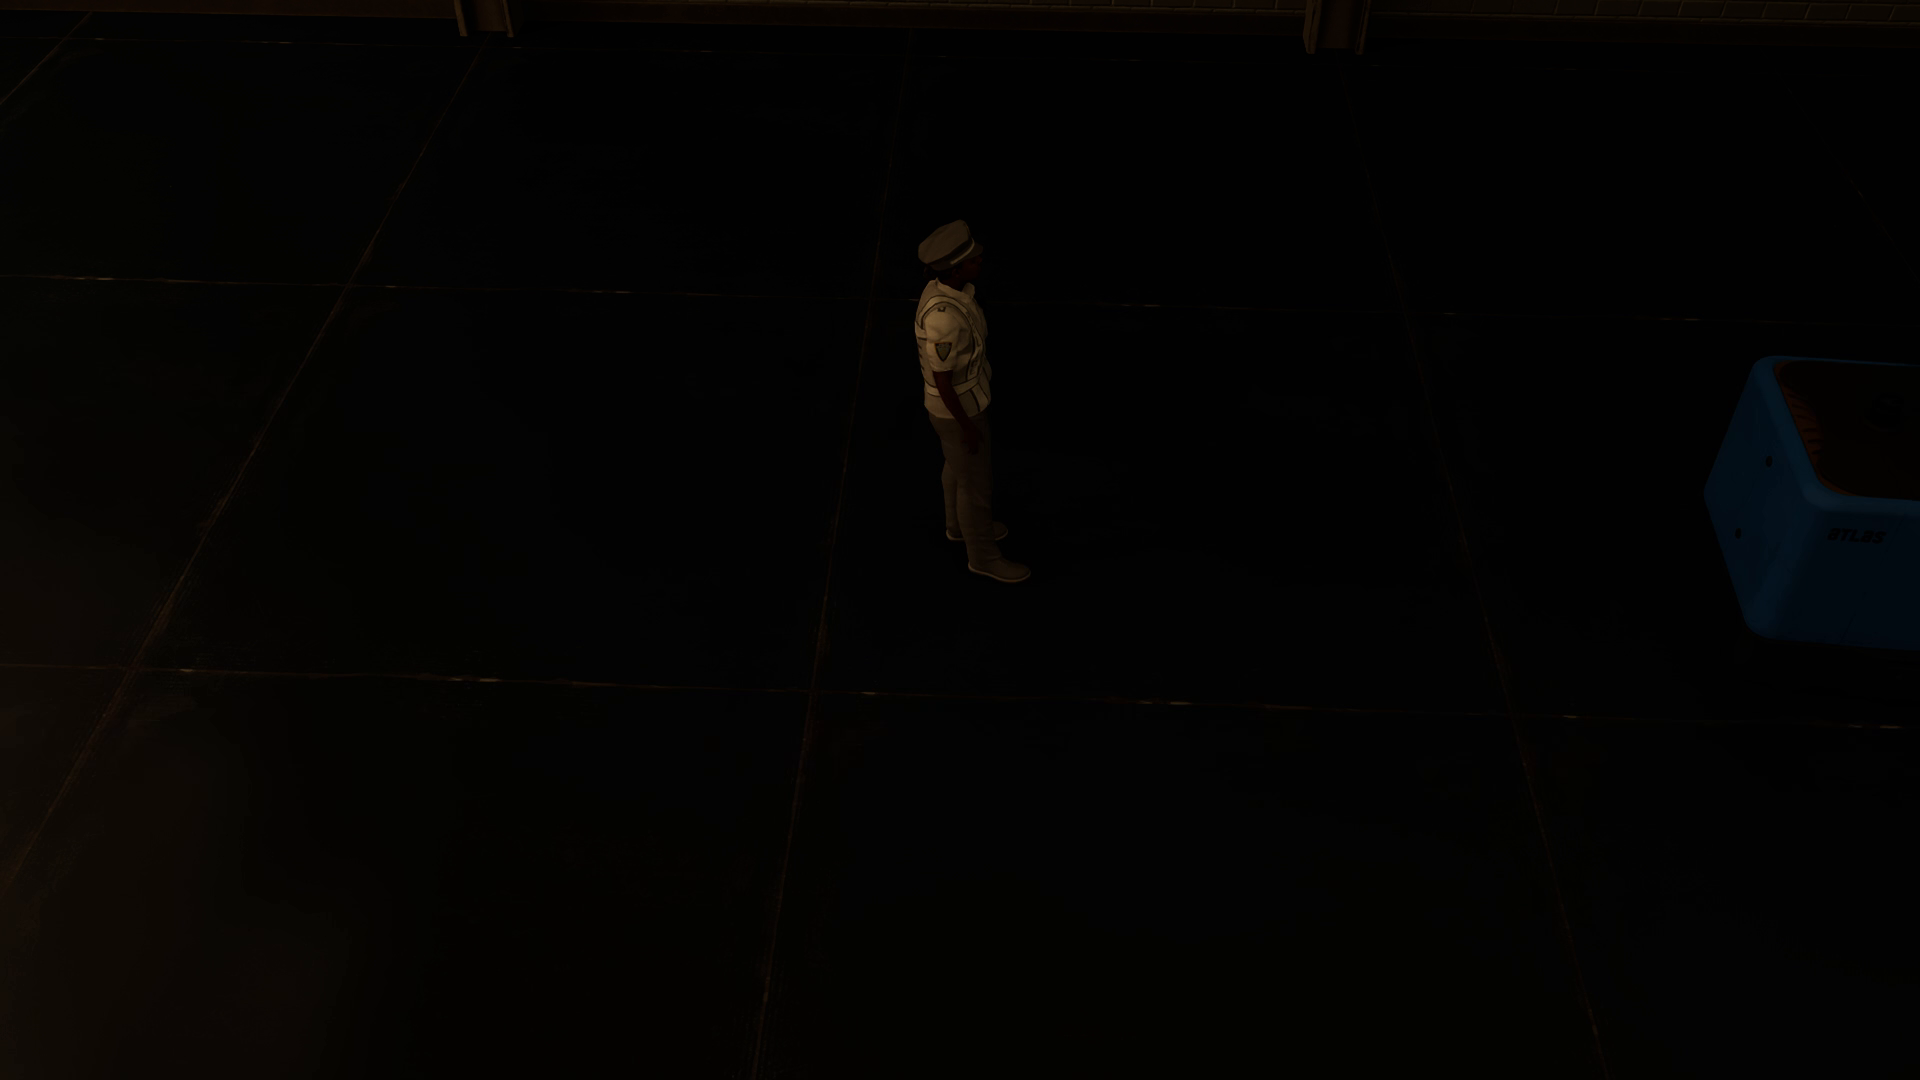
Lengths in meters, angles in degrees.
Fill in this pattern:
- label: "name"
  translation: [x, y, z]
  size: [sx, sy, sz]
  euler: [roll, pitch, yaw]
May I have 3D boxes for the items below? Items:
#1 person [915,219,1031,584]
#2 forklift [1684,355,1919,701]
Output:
- label: "person"
  translation: [0.074, -0.615, 7.323]
  size: [0.530, 1.695, 0.569]
  euler: [2, 42, 2]
- label: "forklift"
  translation: [4.877, -0.666, 6.472]
  size: [3.031, 2.935, 1.130]
  euler: [4, 43, 5]
